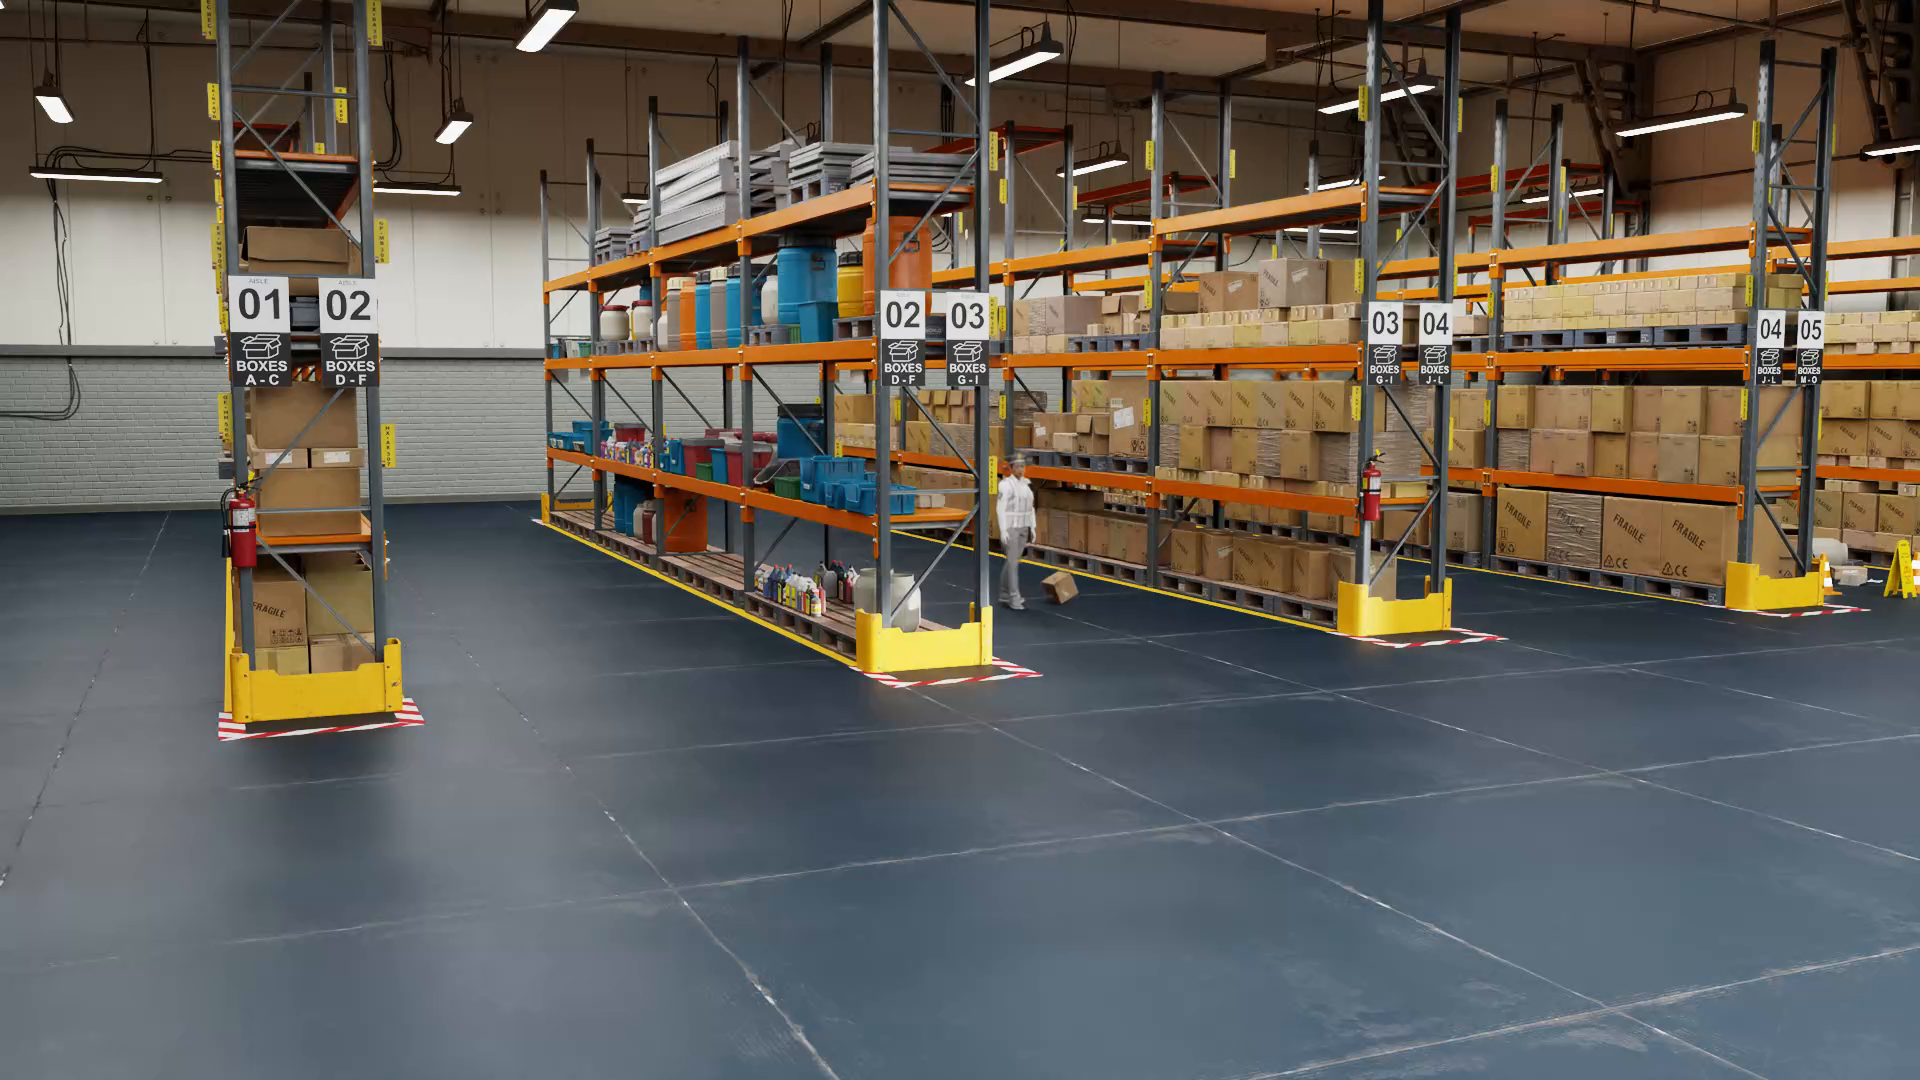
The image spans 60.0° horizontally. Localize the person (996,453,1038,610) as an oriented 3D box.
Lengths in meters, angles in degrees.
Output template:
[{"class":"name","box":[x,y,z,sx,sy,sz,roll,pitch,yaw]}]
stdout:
[{"class":"person","box":[0.606,-0.108,18.023,0.521,1.684,0.493,5,8,43]}]
